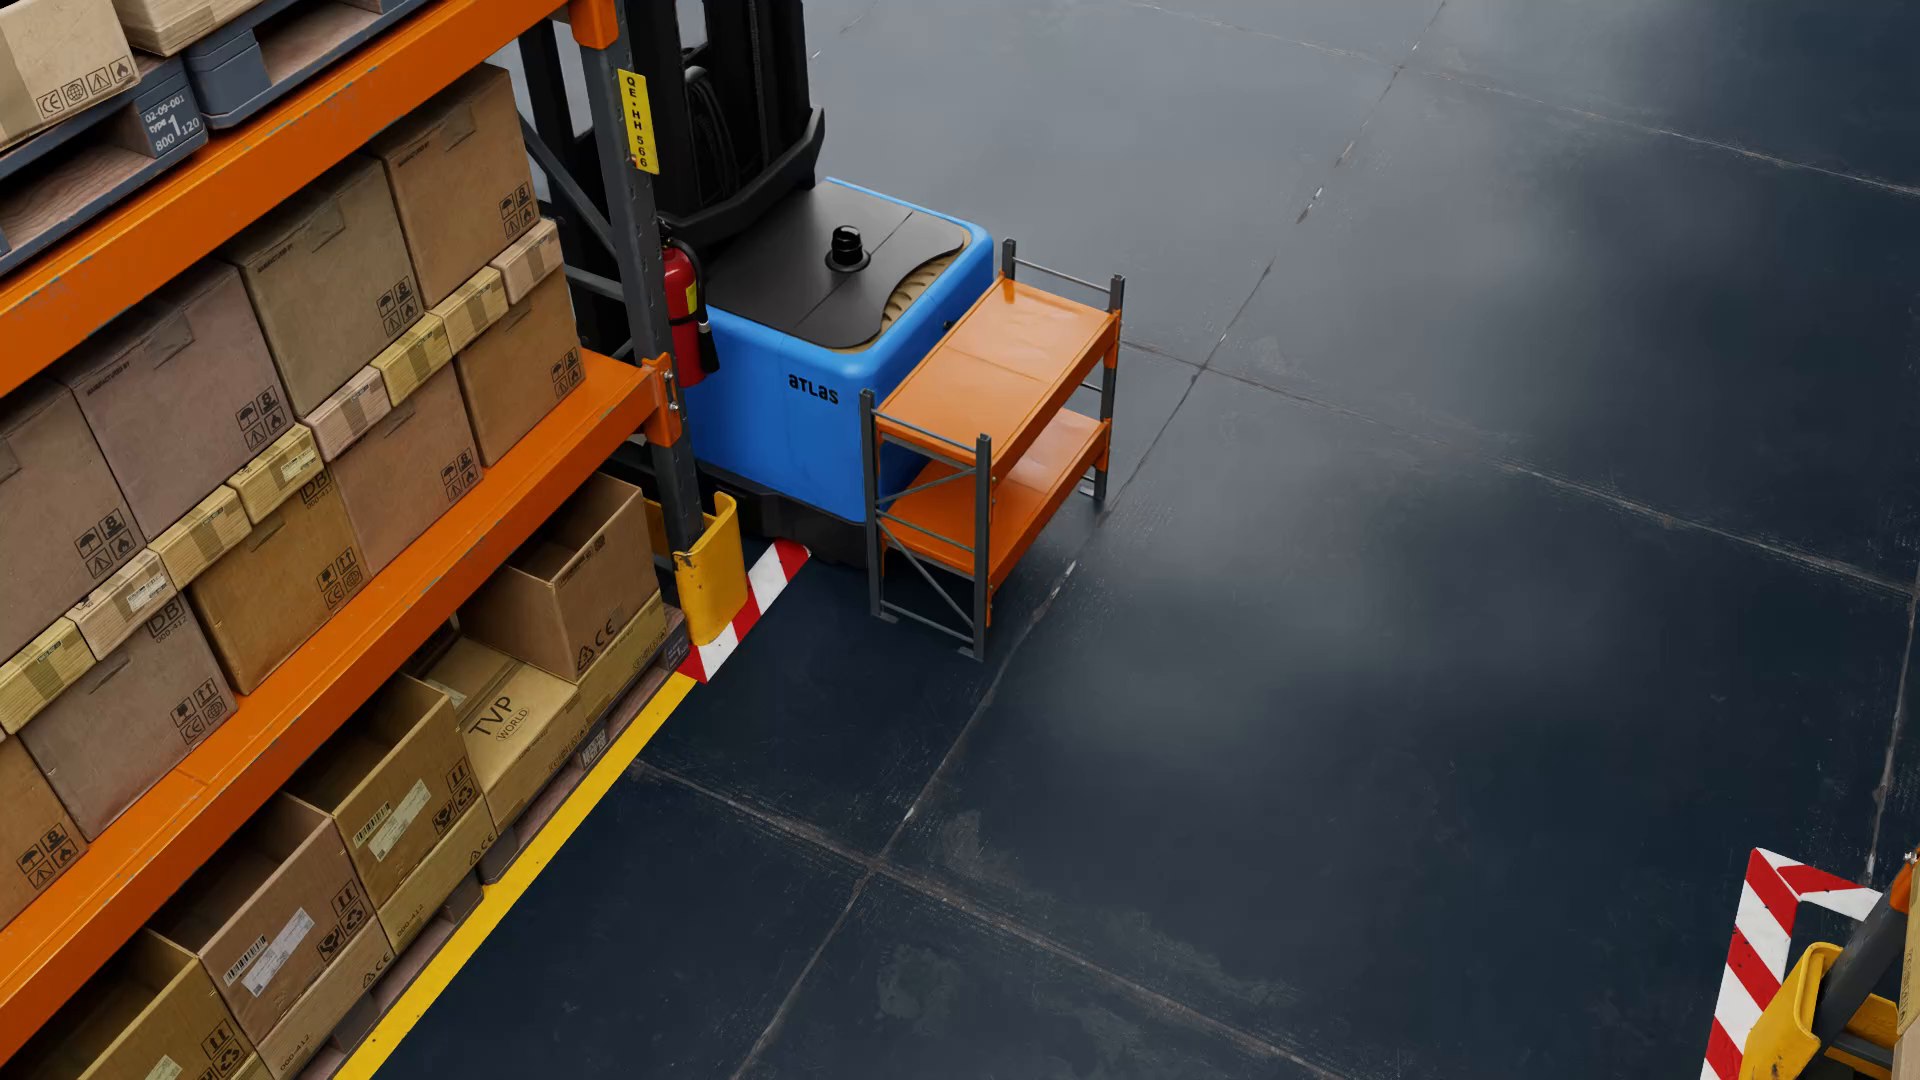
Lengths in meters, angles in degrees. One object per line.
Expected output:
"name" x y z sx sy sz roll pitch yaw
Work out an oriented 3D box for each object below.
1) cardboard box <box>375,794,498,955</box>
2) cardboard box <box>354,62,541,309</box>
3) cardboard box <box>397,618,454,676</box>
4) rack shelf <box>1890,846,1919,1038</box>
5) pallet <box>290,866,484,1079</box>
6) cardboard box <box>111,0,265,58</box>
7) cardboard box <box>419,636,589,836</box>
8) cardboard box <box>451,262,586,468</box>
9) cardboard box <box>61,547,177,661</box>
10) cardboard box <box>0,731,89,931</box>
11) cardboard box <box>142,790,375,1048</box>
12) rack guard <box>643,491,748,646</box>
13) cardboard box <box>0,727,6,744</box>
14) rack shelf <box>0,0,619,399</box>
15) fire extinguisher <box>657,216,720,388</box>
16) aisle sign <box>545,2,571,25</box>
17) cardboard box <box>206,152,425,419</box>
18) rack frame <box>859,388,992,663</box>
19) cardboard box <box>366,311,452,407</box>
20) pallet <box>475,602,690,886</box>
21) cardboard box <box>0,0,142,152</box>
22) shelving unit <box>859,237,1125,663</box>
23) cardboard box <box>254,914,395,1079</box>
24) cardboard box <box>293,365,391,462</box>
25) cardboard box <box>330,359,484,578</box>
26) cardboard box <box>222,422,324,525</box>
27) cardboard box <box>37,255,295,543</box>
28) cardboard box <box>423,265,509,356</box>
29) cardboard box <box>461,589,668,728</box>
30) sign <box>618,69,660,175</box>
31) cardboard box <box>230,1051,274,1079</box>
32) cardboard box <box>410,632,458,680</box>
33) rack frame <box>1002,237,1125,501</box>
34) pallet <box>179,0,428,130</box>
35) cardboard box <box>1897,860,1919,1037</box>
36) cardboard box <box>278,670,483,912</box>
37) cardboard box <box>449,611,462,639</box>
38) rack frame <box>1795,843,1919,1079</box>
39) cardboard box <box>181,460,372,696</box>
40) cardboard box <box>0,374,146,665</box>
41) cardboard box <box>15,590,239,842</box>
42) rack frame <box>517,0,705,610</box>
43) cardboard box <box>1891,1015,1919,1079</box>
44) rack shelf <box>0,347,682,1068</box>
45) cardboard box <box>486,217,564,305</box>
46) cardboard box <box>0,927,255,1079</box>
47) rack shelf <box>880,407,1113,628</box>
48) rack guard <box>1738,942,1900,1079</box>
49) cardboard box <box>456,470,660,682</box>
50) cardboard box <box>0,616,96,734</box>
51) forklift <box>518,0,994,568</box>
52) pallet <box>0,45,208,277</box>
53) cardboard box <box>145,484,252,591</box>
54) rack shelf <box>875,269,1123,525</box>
"cardboard box" -1.856 0.970 5.320 0.500 0.250 0.500 20 49 19
"cardboard box" -1.669 -1.087 4.733 0.700 0.500 0.500 21 49 19
"cardboard box" -2.093 0.216 5.538 0.500 0.500 0.500 20 49 19
"rack shelf" 2.044 2.227 2.946 1.077 0.370 4.000 20 49 19
"pallet" -2.302 1.322 5.294 1.003 0.211 1.213 20 49 19
"cardboard box" -1.718 -1.305 3.534 0.500 0.250 0.500 20 49 19
"cardboard box" -1.625 0.654 5.632 0.500 0.250 0.500 20 49 19
"cardboard box" -1.645 -0.664 5.227 0.700 0.500 0.500 20 49 19
"cardboard box" -2.143 0.099 4.016 0.380 0.149 0.250 20 49 19
"cardboard box" -2.598 0.635 3.943 0.700 0.500 0.500 21 49 20
"cardboard box" -2.086 1.022 4.742 0.500 0.500 0.500 20 49 19
"rack guard" -1.405 -0.055 6.453 1.175 0.500 0.348 20 49 19
"cardboard box" -2.382 0.419 3.700 0.380 0.149 0.250 19 48 18
"rack shelf" -2.345 -0.461 3.493 1.077 0.370 4.000 20 49 19
"fire extinguisher" -0.950 -0.813 5.499 0.296 0.674 0.183 20 49 19
"aisle sign" -1.126 -1.777 4.570 0.394 0.787 0.004 20 49 19
"cardboard box" -1.908 -0.754 4.404 0.700 0.500 0.500 19 48 18
"rack frame" -0.121 -0.027 5.985 0.500 1.125 0.032 22 49 20
"cardboard box" -1.664 -0.552 4.660 0.380 0.149 0.250 20 49 18
"pallet" -1.734 0.557 6.051 1.003 0.211 1.213 20 49 19
"cardboard box" -1.976 -0.976 3.166 0.500 0.311 0.500 26 51 23
"shelving unit" 0.131 -0.341 6.295 0.538 1.125 1.048 22 49 20
"cardboard box" -2.089 1.284 5.010 0.500 0.250 0.500 20 49 19
"cardboard box" -1.783 -0.394 4.504 0.380 0.149 0.250 21 49 20
"cardboard box" -1.884 -0.332 4.899 0.700 0.500 0.500 22 49 20
"cardboard box" -1.904 -0.229 4.341 0.380 0.149 0.250 22 49 20
"cardboard box" -2.142 -0.436 4.090 0.700 0.500 0.500 21 49 19
"cardboard box" -1.545 -0.713 4.820 0.380 0.149 0.250 22 49 20
"cardboard box" -1.404 0.335 5.948 0.500 0.250 0.500 20 49 19
"sign" -0.942 -1.221 4.867 0.100 0.325 0.005 20 49 19
"cardboard box" -2.316 1.601 4.696 0.500 0.250 0.500 20 49 19
"cardboard box" -2.091 0.481 5.804 0.500 0.250 0.500 20 49 19
"rack frame" 0.384 -0.655 6.605 0.500 1.125 0.032 22 49 20
"pallet" -1.768 -1.505 4.082 1.003 0.211 1.213 20 49 19
"cardboard box" 2.465 0.963 3.781 0.500 0.250 0.500 19 48 18
"cardboard box" -1.853 0.707 5.053 0.500 0.500 0.500 20 49 19
"cardboard box" -1.863 0.164 6.117 0.500 0.250 0.500 20 49 19
"rack frame" 2.973 0.714 3.935 1.000 3.000 0.127 20 49 19
"cardboard box" -2.120 -0.021 4.591 0.700 0.500 0.500 21 49 19
"cardboard box" -2.374 -0.120 3.778 0.700 0.500 0.500 20 49 19
"cardboard box" -2.361 0.312 4.262 0.700 0.500 0.500 22 49 20
"rack frame" -1.417 -0.919 5.549 1.000 3.000 0.127 20 49 19
"cardboard box" 2.237 1.294 3.453 0.500 0.250 0.500 19 48 18
"rack shelf" -2.345 0.594 4.560 1.077 0.370 4.000 20 49 19
"cardboard box" -1.425 -0.879 4.983 0.380 0.149 0.250 20 49 18
"cardboard box" -2.317 1.337 4.430 0.500 0.500 0.500 20 49 19
"rack shelf" 0.131 -0.170 6.469 0.538 0.278 1.000 22 49 20
"rack guard" 2.938 1.641 4.777 1.175 0.500 0.348 20 49 19
"cardboard box" -1.402 0.072 5.680 0.500 0.500 0.500 20 49 19
"cardboard box" -2.261 0.255 3.862 0.380 0.149 0.250 20 49 19
"forklift" -1.391 -1.696 6.365 3.031 2.935 1.130 22 49 20
"pallet" -2.333 -0.734 3.320 1.003 0.211 1.213 20 49 19
"cardboard box" -2.025 -0.062 4.176 0.380 0.149 0.250 22 49 20
"rack shelf" 0.132 -0.547 6.087 0.538 0.278 1.000 22 49 20
